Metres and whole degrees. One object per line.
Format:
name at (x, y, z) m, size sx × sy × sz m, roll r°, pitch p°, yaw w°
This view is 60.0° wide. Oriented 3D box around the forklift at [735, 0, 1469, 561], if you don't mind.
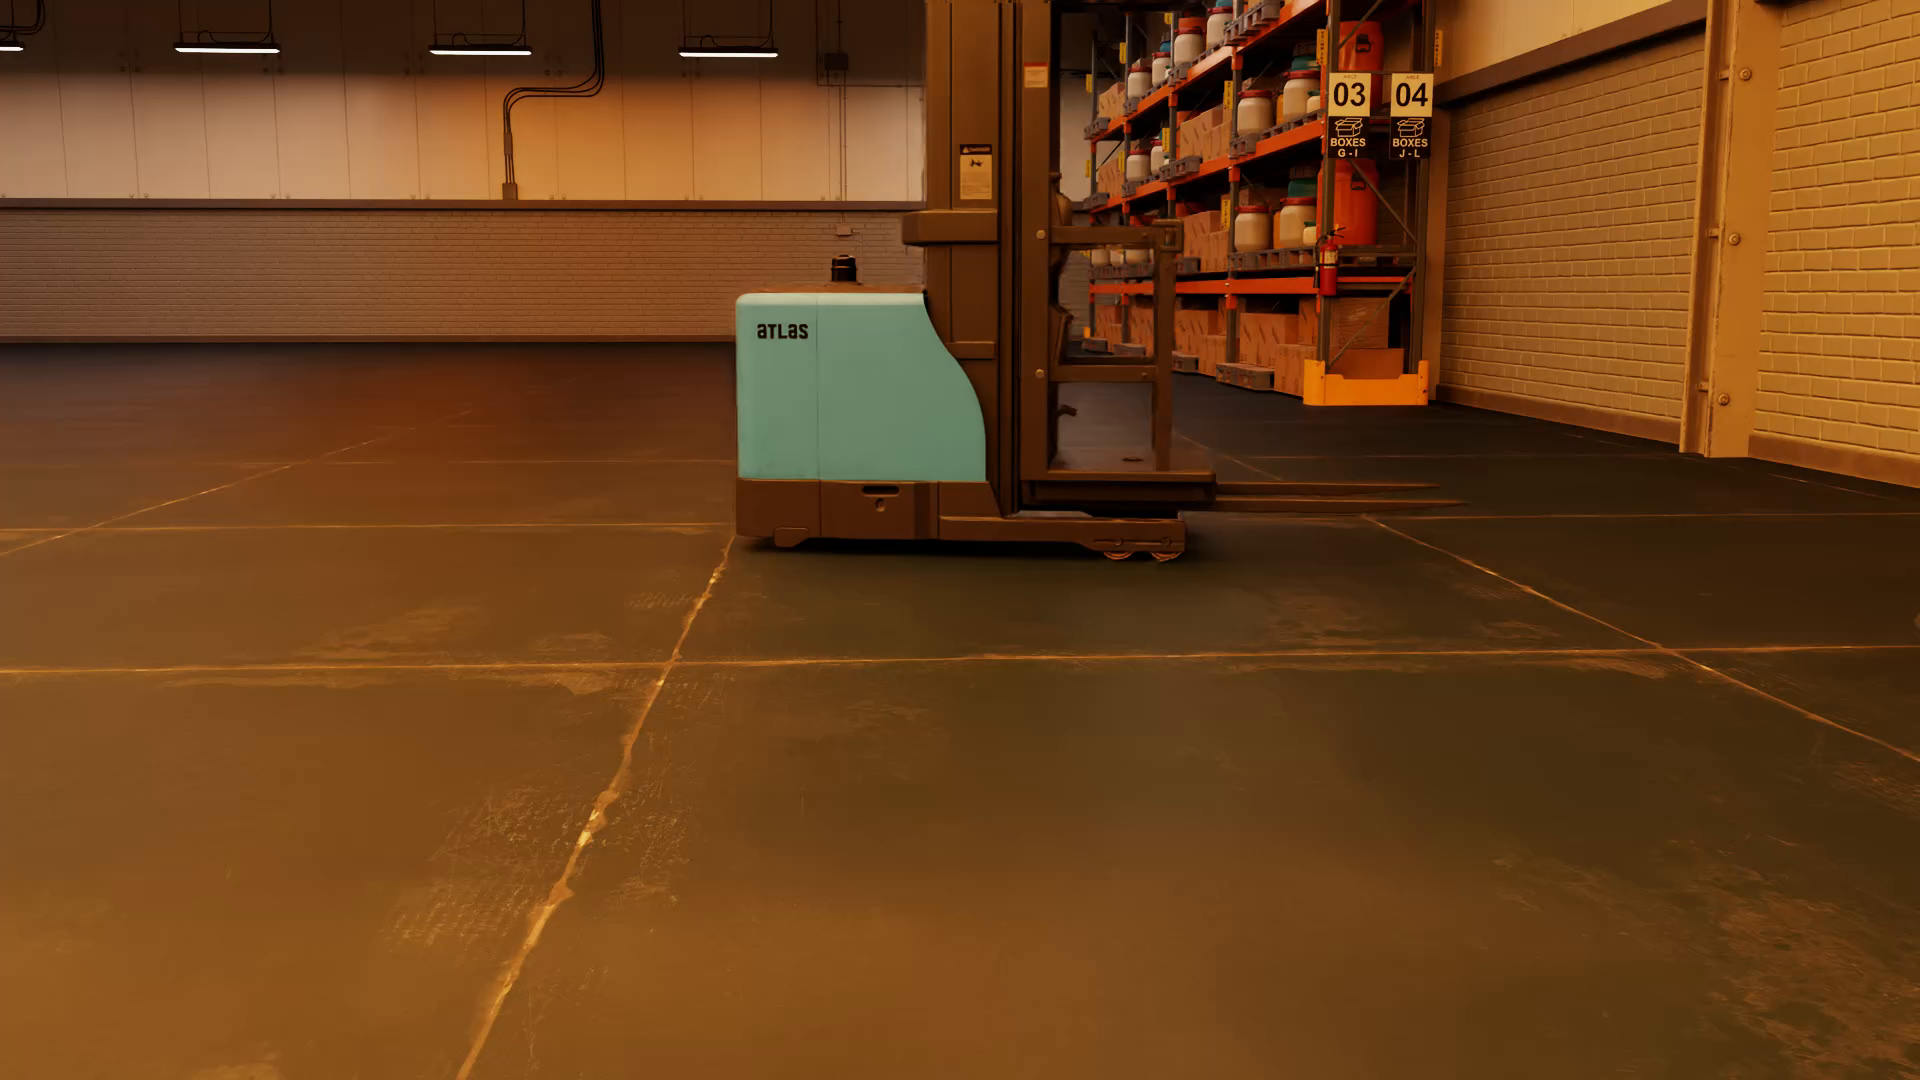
forklift at (0.605, -1.448, 7.083) m, size 3.031 × 2.935 × 1.130 m, roll 1°, pitch 8°, yaw 5°
